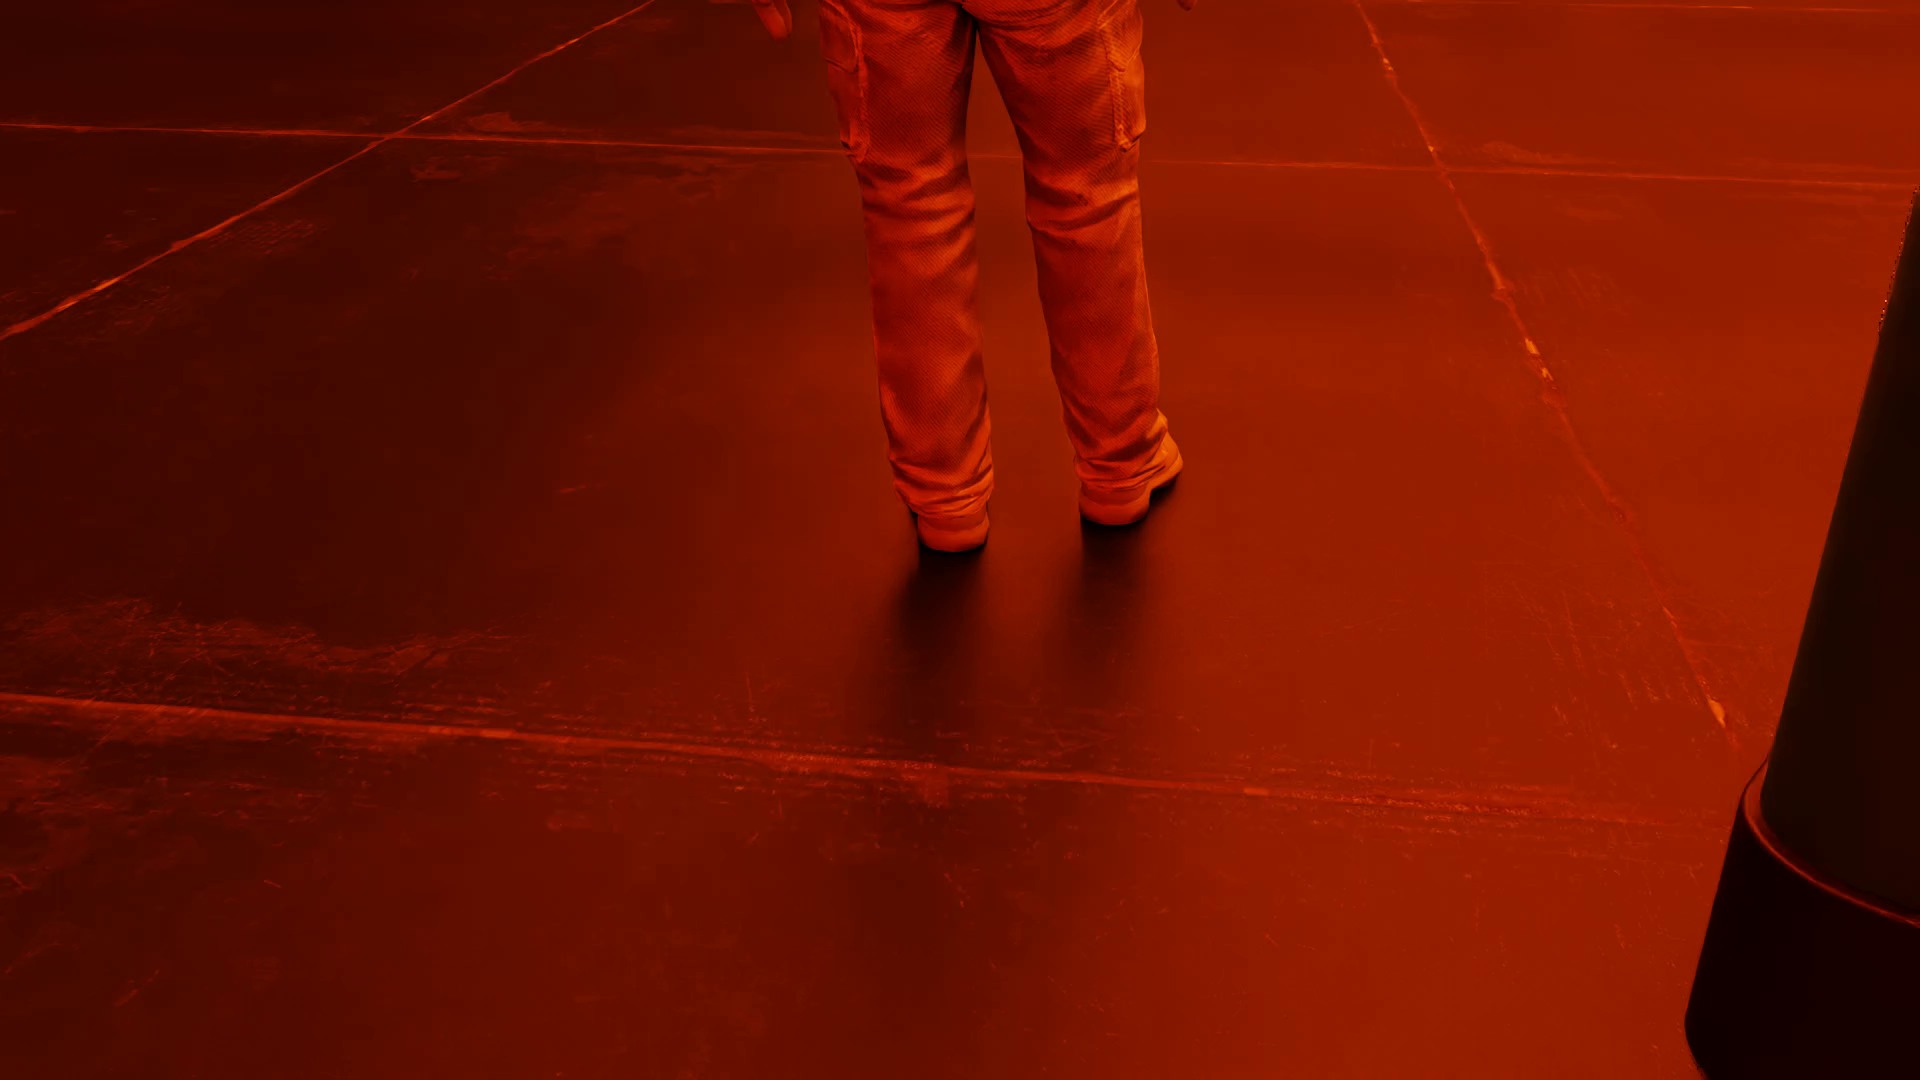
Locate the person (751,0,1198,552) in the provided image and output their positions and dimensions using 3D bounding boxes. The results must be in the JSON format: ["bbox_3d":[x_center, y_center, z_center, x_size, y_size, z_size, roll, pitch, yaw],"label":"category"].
[{"bbox_3d":[0.018,-0.836,2.162,0.656,1.781,0.576,3,27,7],"label":"person"}]
